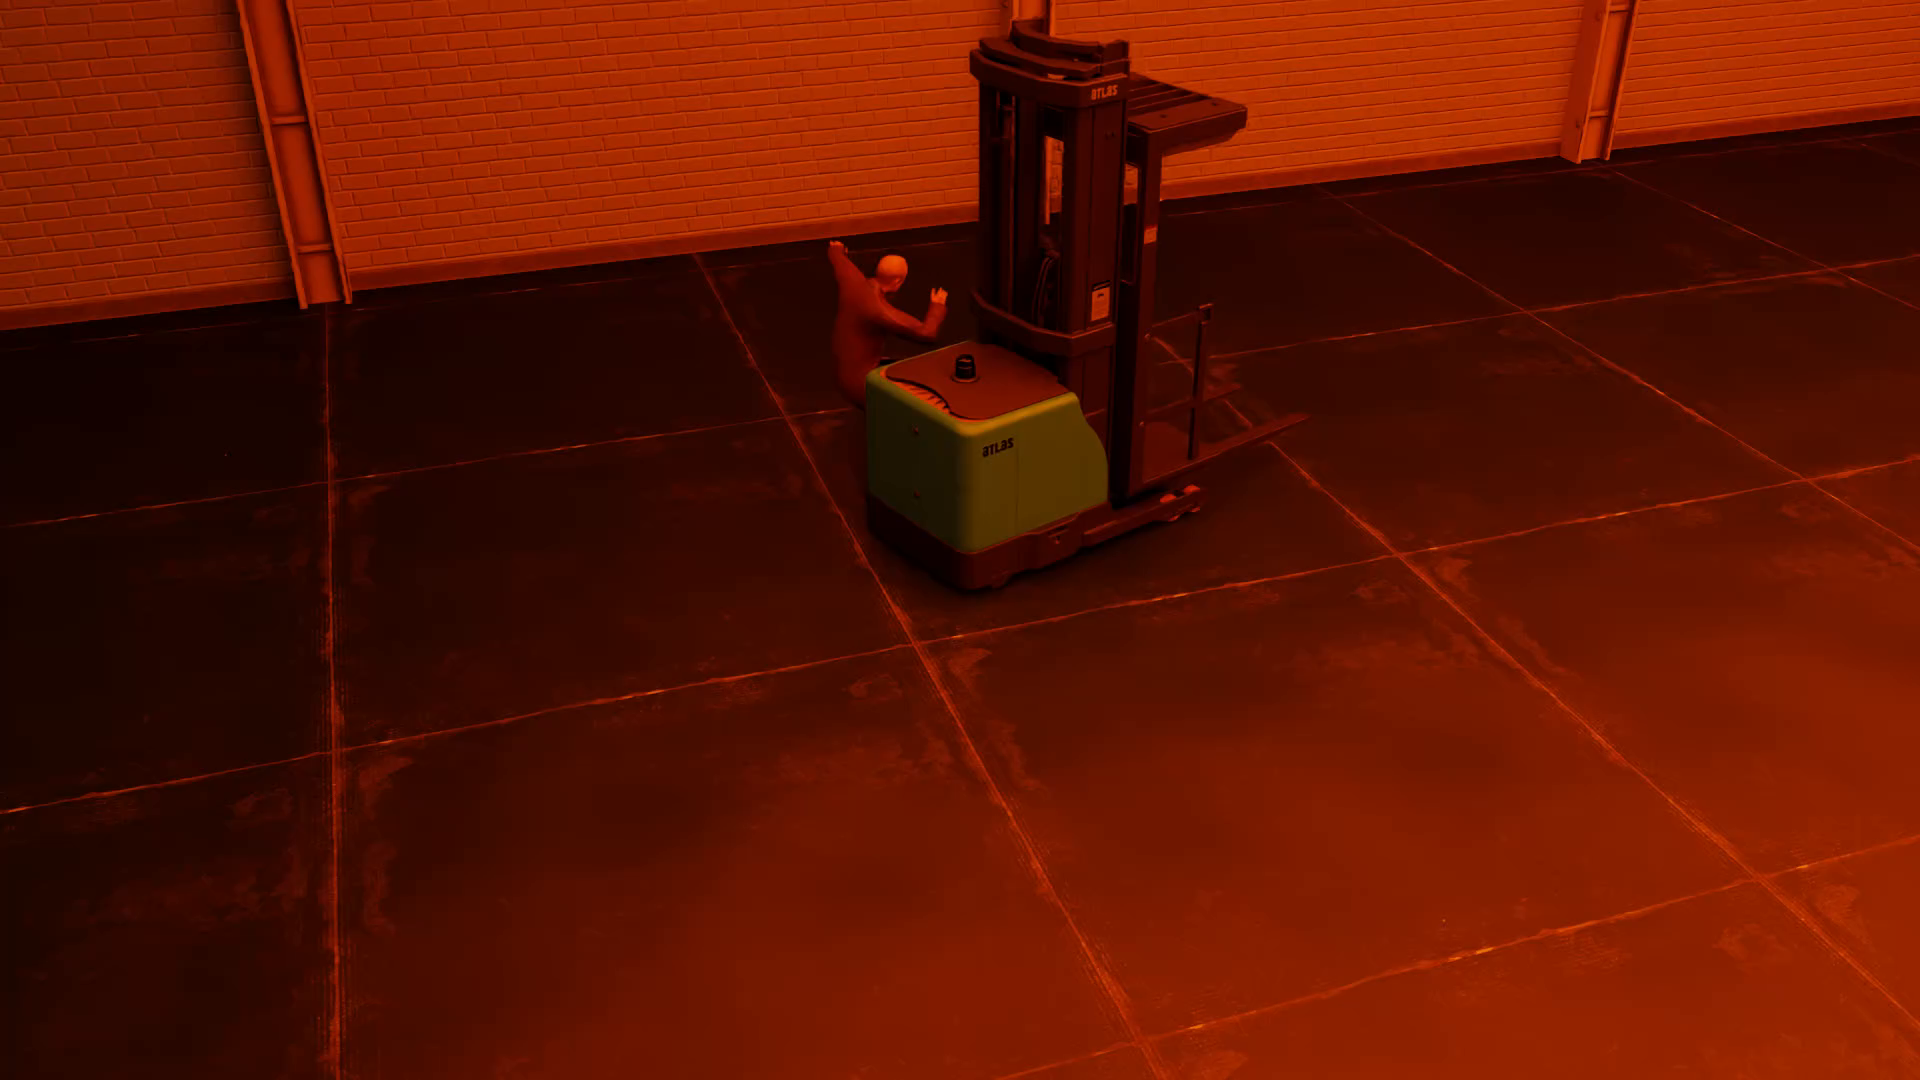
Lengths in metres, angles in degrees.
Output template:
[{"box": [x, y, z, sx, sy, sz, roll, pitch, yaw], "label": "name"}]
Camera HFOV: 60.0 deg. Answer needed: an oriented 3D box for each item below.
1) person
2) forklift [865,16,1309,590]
[{"box": [-0.463, -1.147, 10.586, 0.785, 1.460, 1.643, -12, 32, -20], "label": "person"}, {"box": [0.914, -1.571, 9.818, 3.031, 2.935, 1.130, -21, 36, -32], "label": "forklift"}]
